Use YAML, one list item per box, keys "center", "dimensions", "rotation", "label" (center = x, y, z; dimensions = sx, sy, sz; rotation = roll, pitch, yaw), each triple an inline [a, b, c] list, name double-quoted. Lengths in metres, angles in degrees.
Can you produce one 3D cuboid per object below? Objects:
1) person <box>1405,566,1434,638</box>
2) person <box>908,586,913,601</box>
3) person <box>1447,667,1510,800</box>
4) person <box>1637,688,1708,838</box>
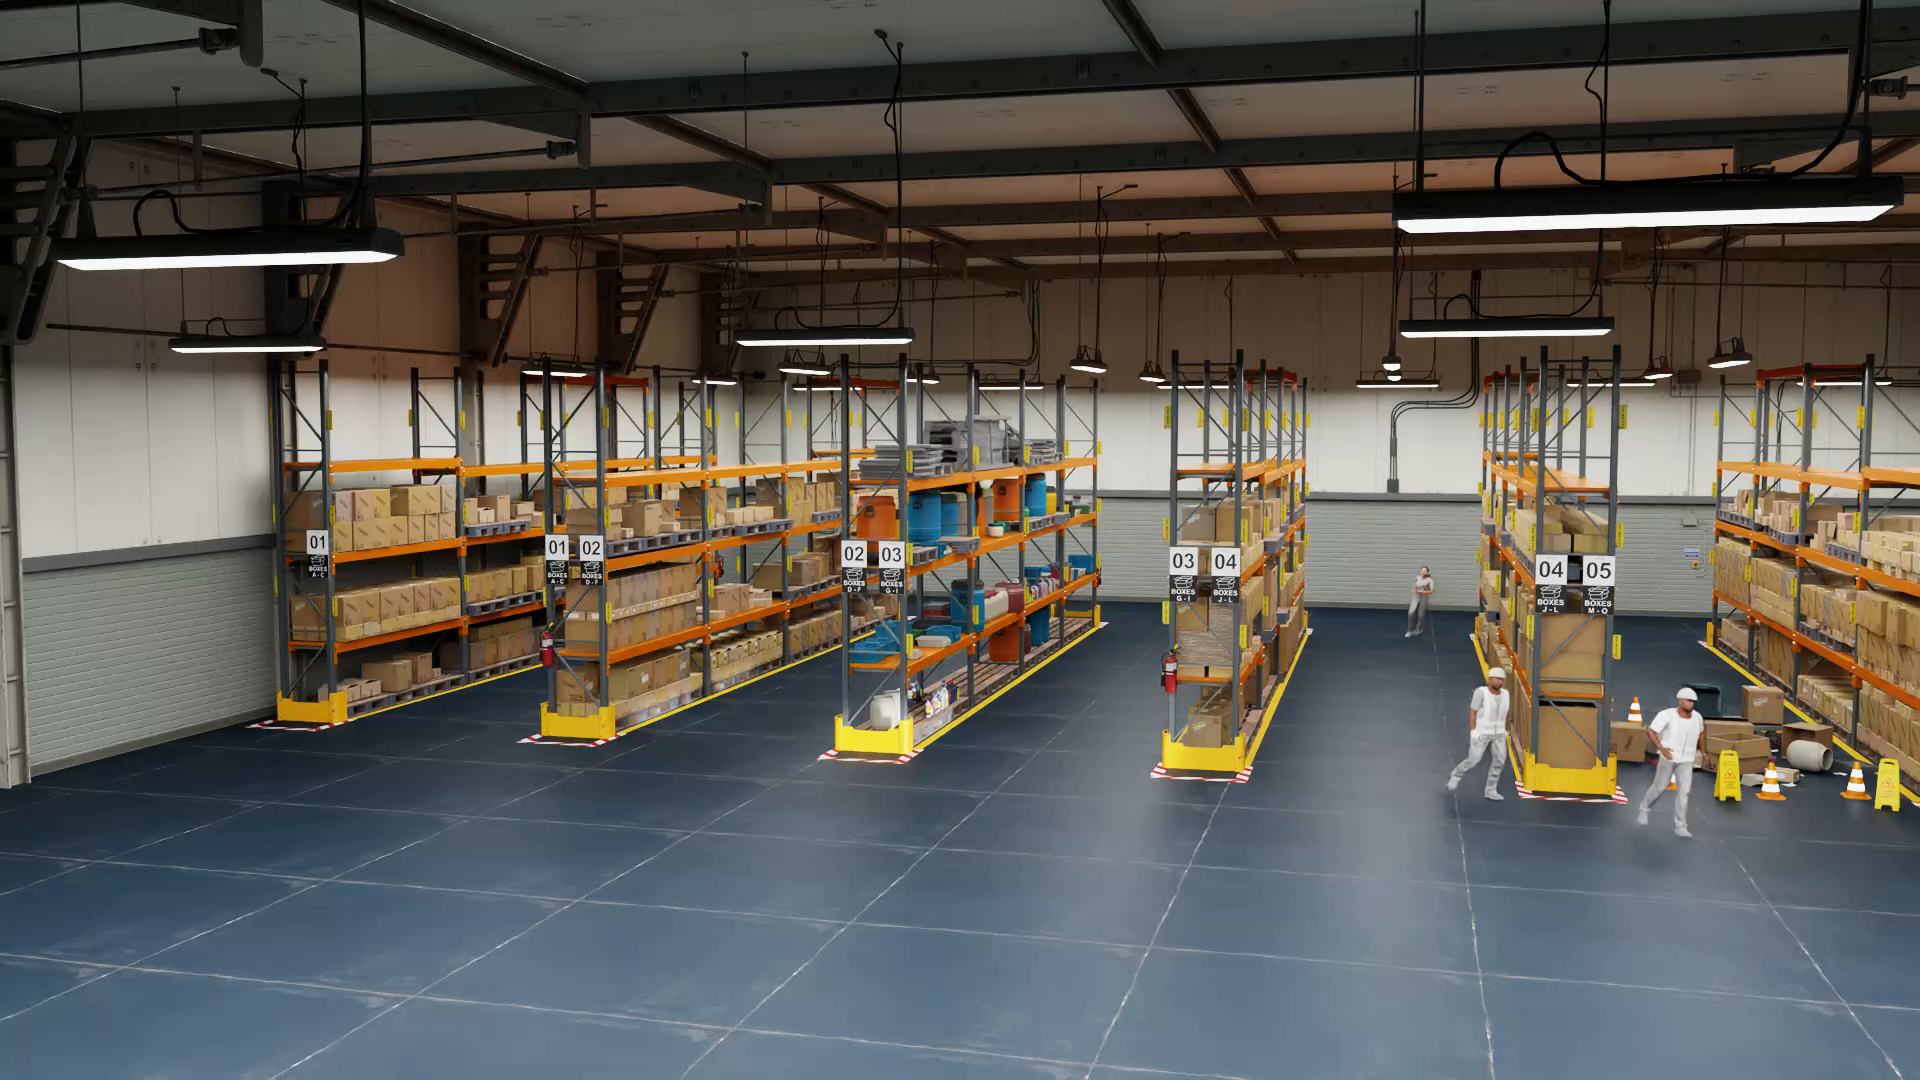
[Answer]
- center: [10.673, 1.430, 38.394]
  dimensions: [0.619, 1.700, 0.681]
  rotation: [3, 5, 35]
  label: "person"
- center: [-1.565, 1.100, 42.755]
  dimensions: [0.608, 1.665, 0.738]
  rotation: [4, 6, 42]
  label: "person"
- center: [6.890, 2.540, 22.023]
  dimensions: [0.735, 1.755, 0.629]
  rotation: [-1, 4, -14]
  label: "person"
- center: [8.672, 2.648, 20.048]
  dimensions: [0.737, 1.743, 0.949]
  rotation: [0, 4, -3]
  label: "person"
